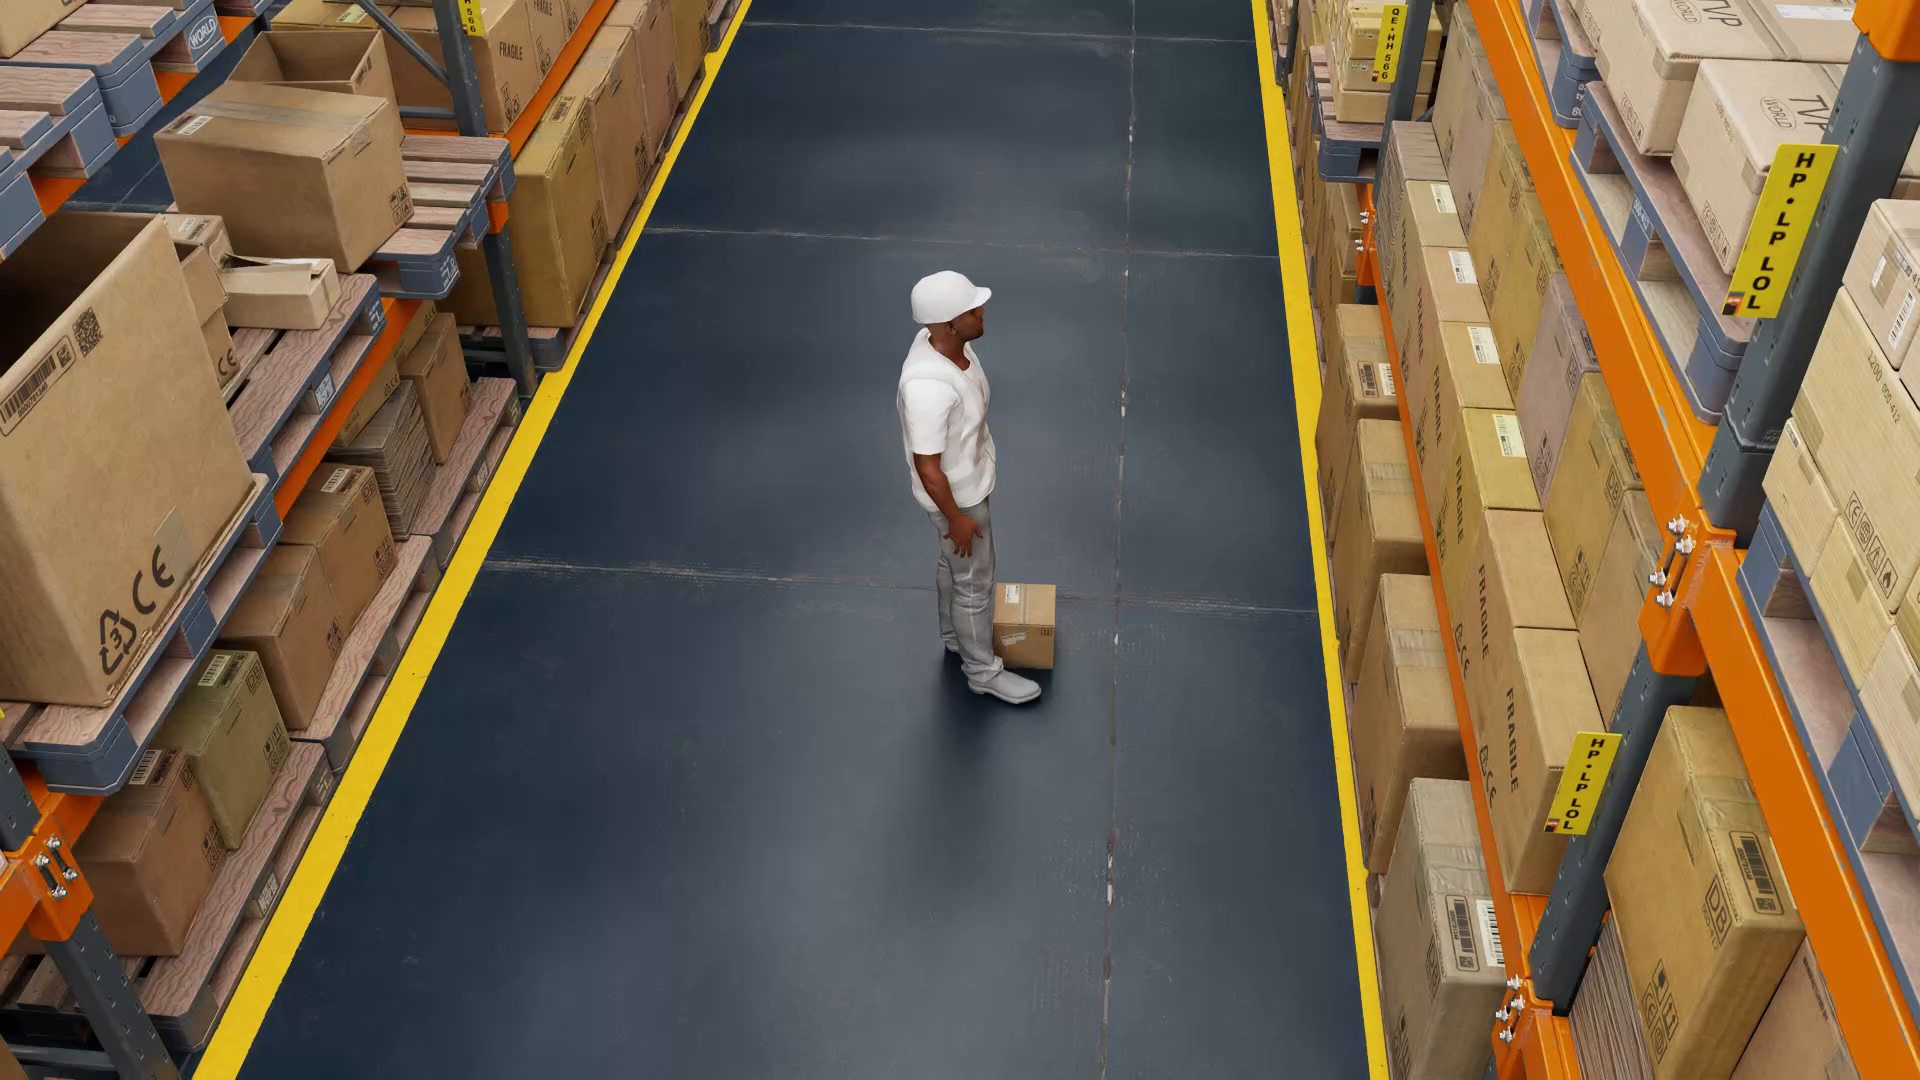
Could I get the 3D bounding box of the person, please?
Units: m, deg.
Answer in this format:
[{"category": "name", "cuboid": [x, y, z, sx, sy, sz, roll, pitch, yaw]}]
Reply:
[{"category": "person", "cuboid": [0.064, -0.224, 6.393, 0.577, 1.764, 0.666, 3, 40, 4]}]
